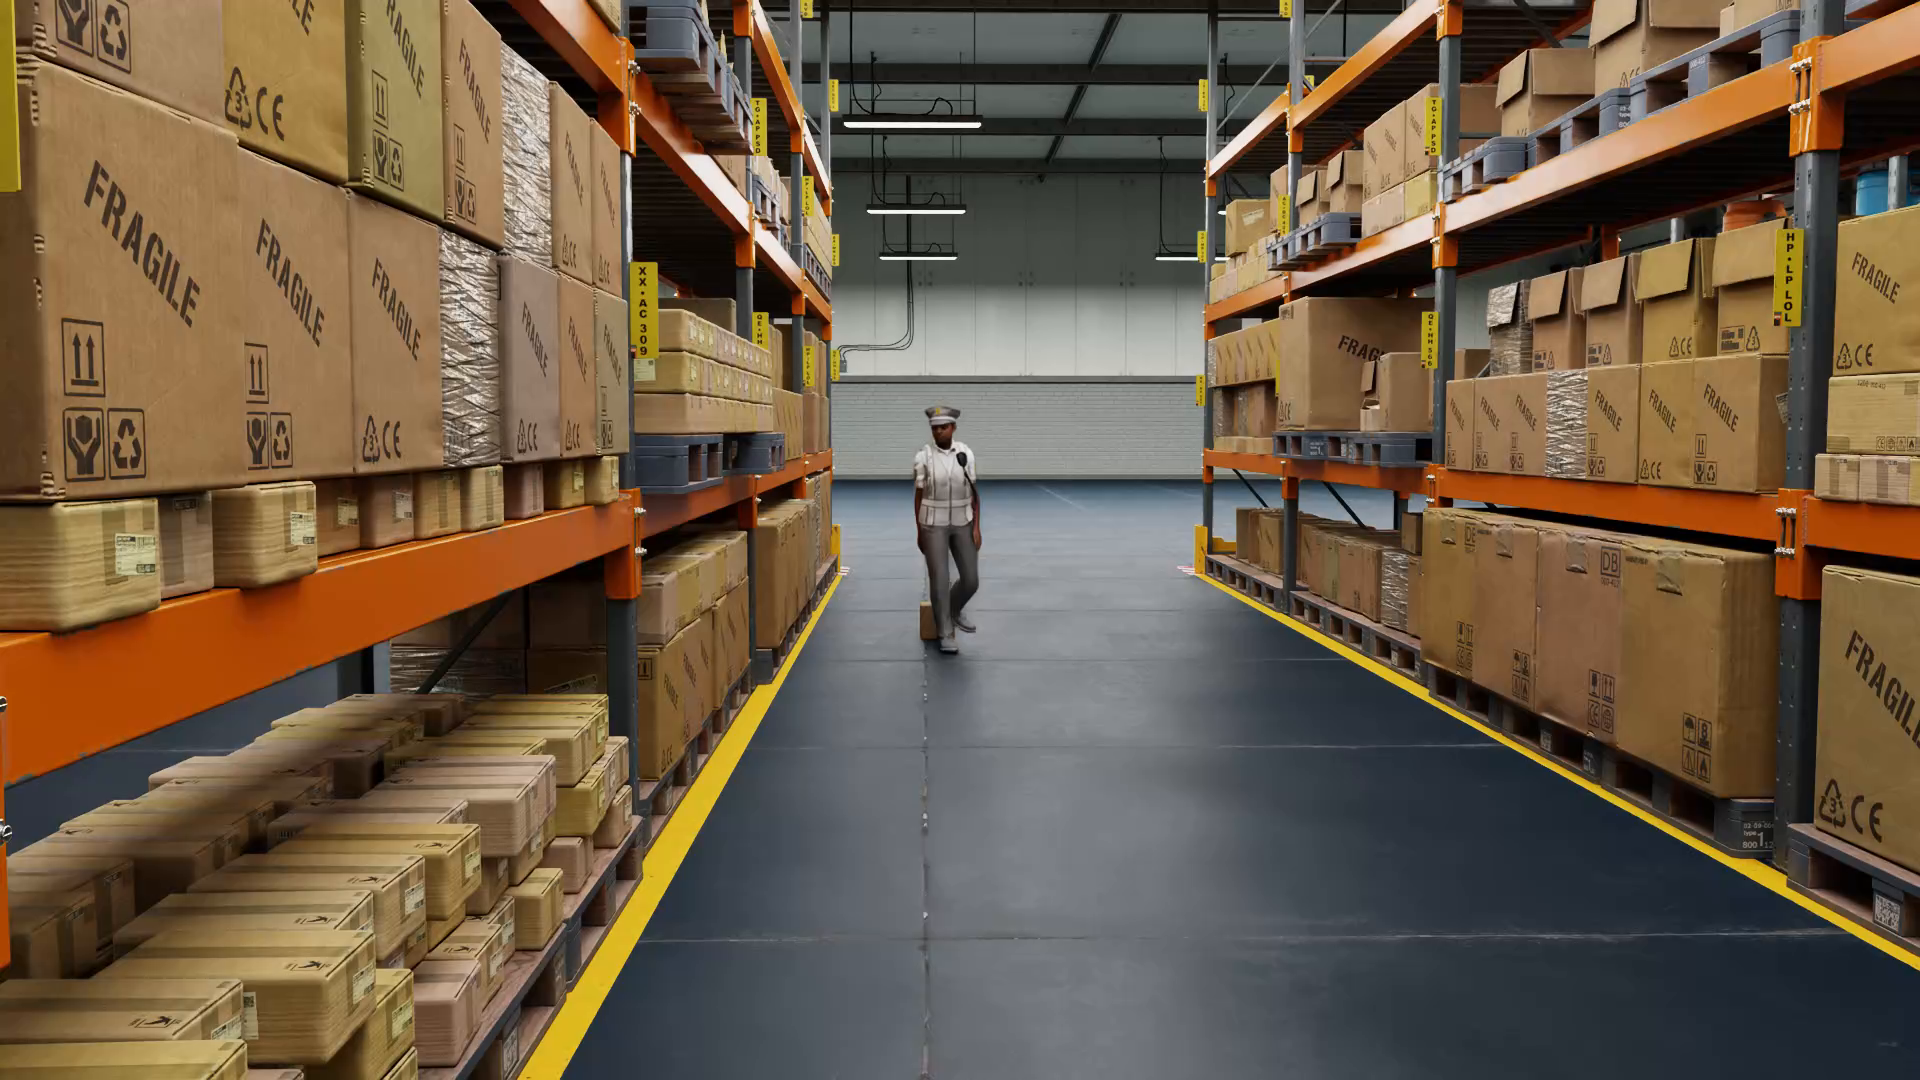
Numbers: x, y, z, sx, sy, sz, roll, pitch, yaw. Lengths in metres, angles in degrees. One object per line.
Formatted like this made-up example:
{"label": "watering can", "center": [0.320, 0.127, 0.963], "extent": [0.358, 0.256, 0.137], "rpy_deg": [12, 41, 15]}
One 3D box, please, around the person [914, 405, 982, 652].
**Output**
{"label": "person", "center": [-0.089, -0.089, 11.492], "extent": [0.497, 1.671, 0.574], "rpy_deg": [-1, 4, -12]}
